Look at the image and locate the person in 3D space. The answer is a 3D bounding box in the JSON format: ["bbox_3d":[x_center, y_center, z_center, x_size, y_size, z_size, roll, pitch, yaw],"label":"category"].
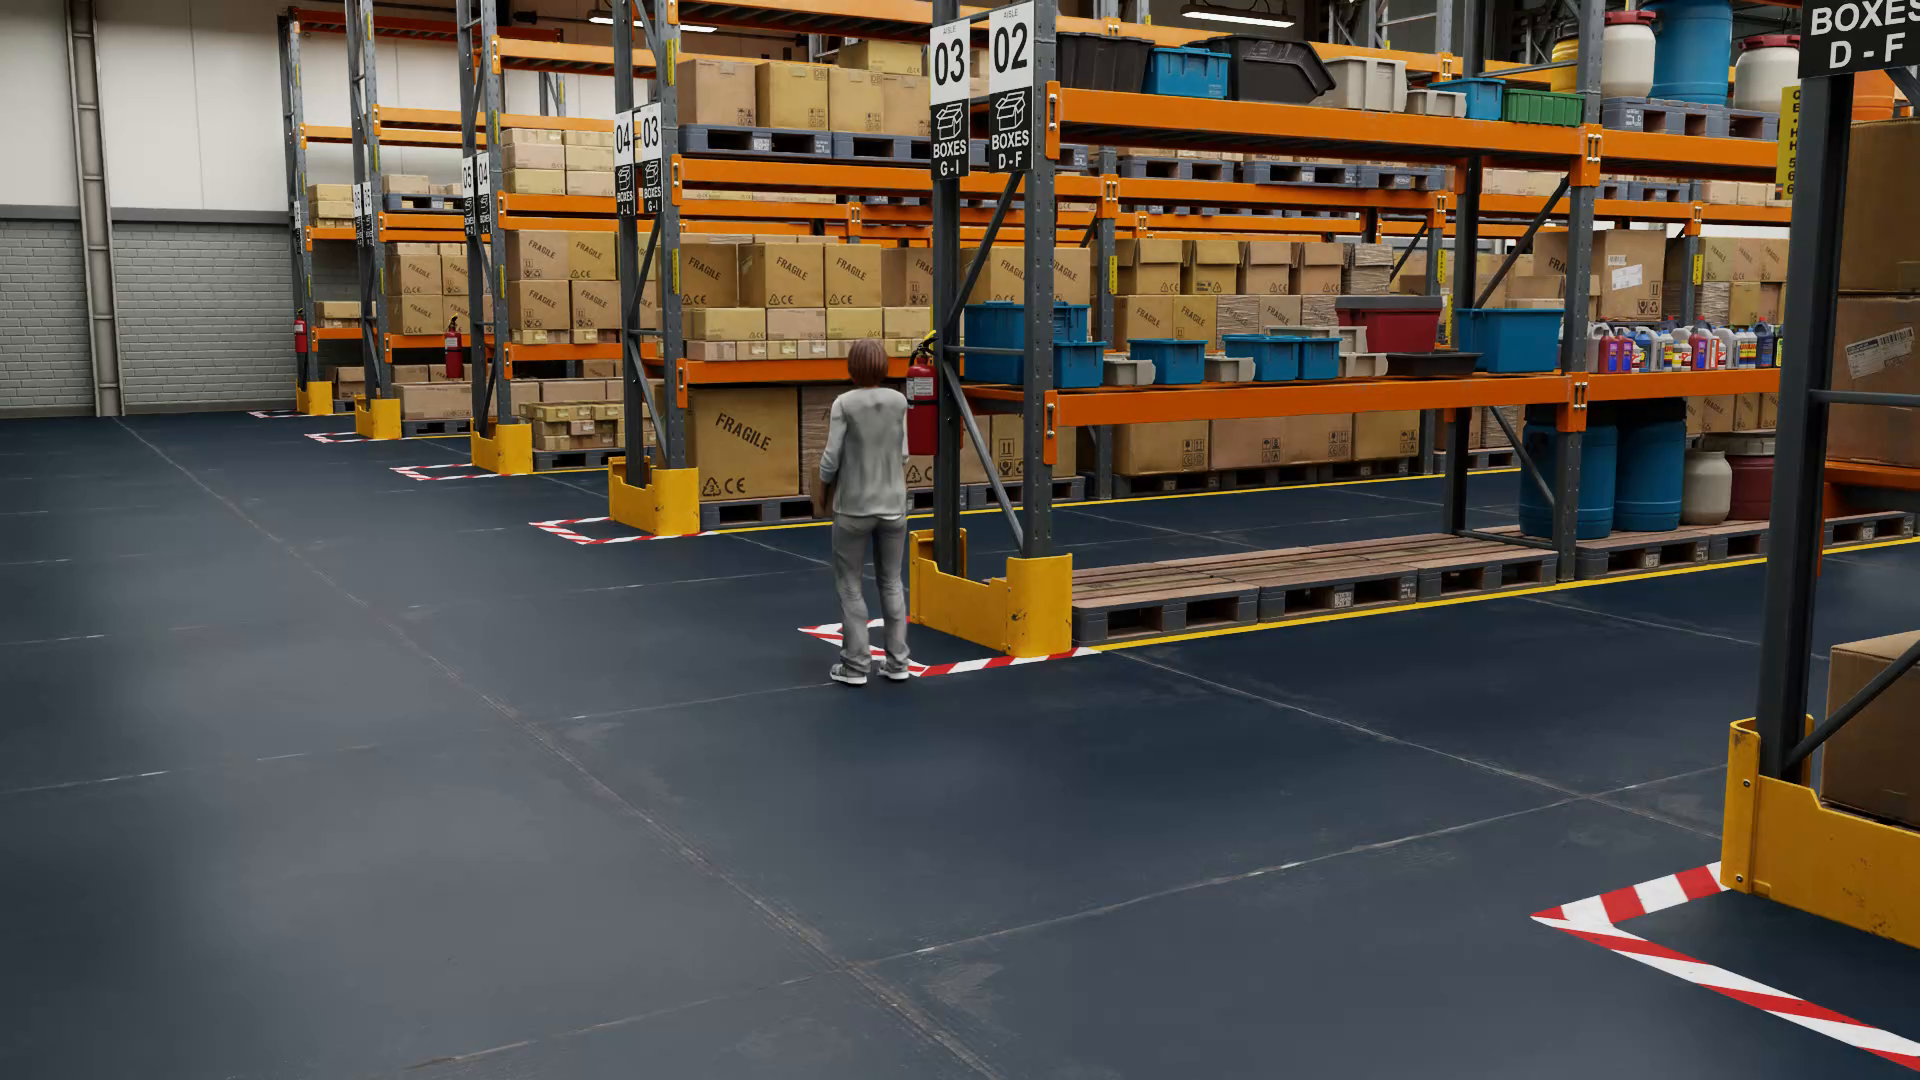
[{"bbox_3d":[-0.455,-0.139,7.780,0.414,1.603,0.423,-4,9,-27],"label":"person"}]
